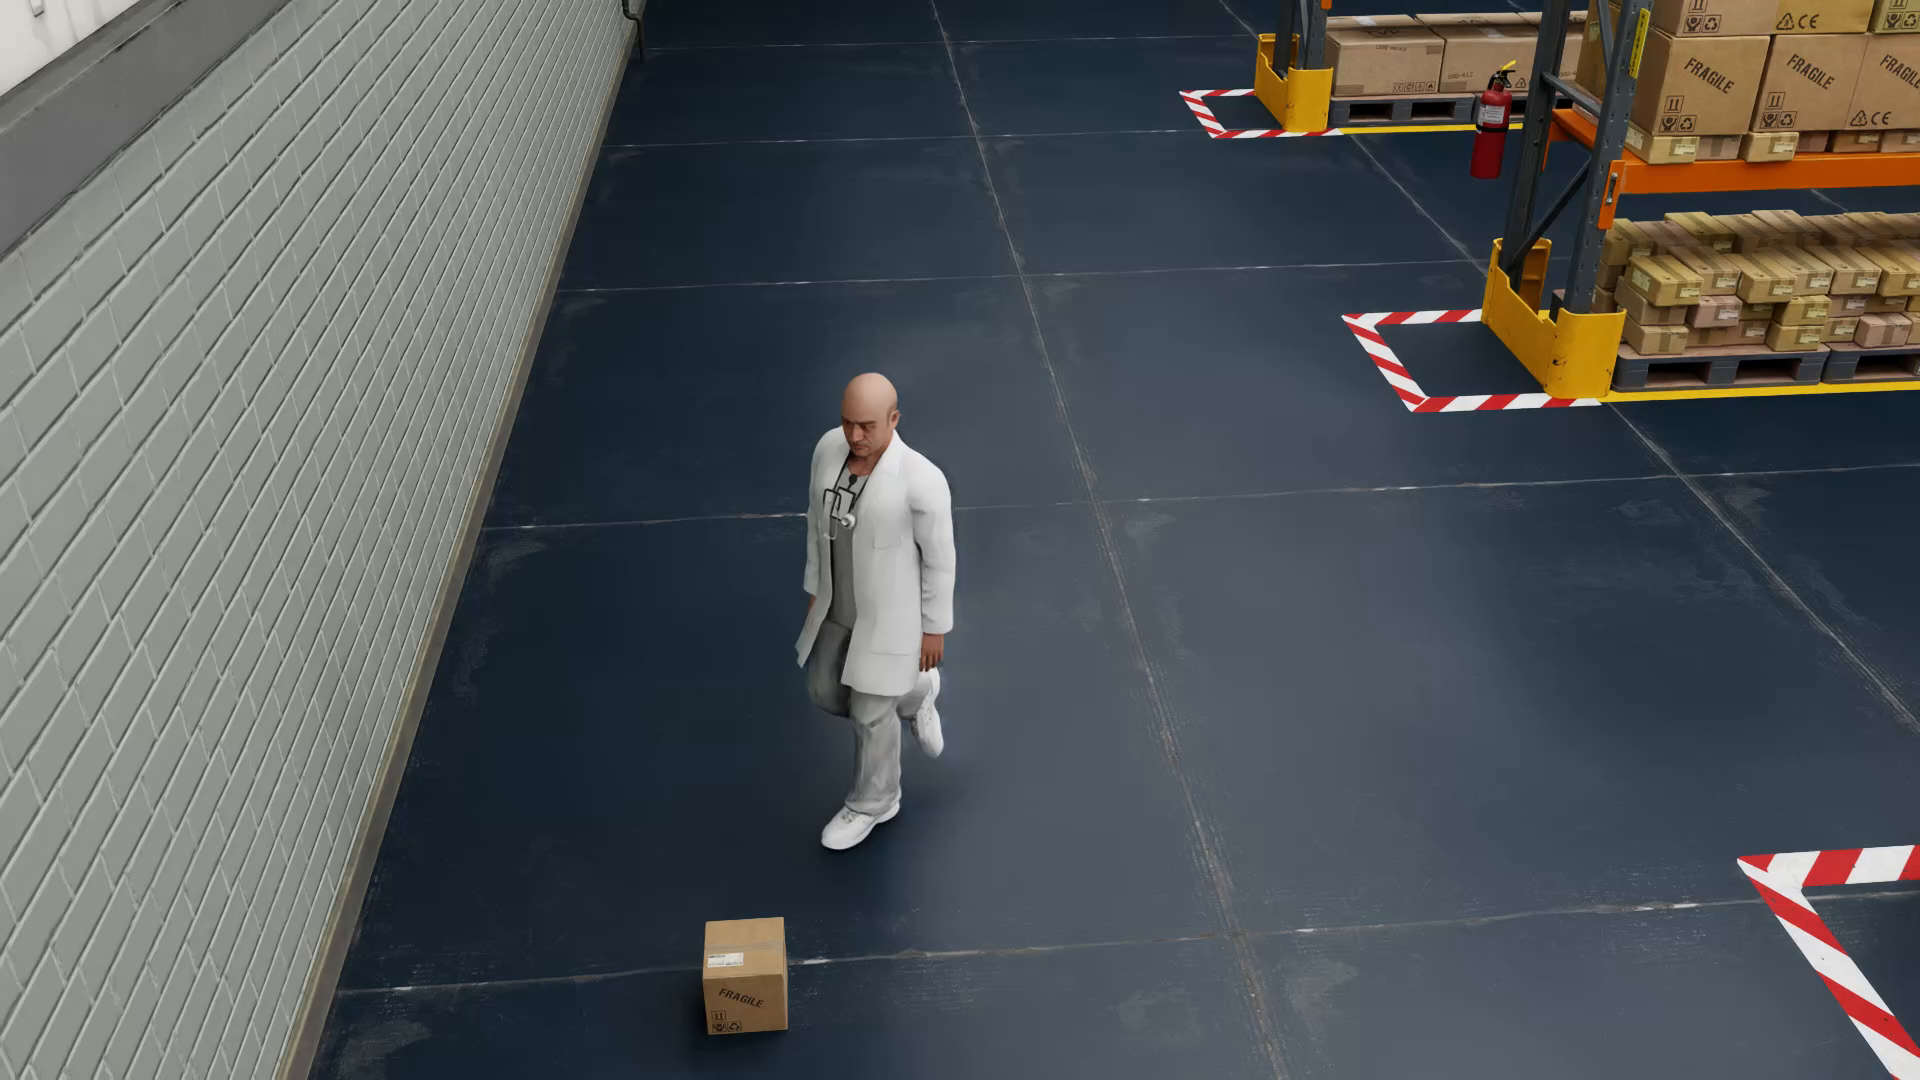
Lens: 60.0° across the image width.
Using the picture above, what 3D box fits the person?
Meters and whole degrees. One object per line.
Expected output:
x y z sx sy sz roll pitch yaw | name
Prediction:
-0.260 0.220 5.733 0.568 1.766 0.714 24 38 34 | person
